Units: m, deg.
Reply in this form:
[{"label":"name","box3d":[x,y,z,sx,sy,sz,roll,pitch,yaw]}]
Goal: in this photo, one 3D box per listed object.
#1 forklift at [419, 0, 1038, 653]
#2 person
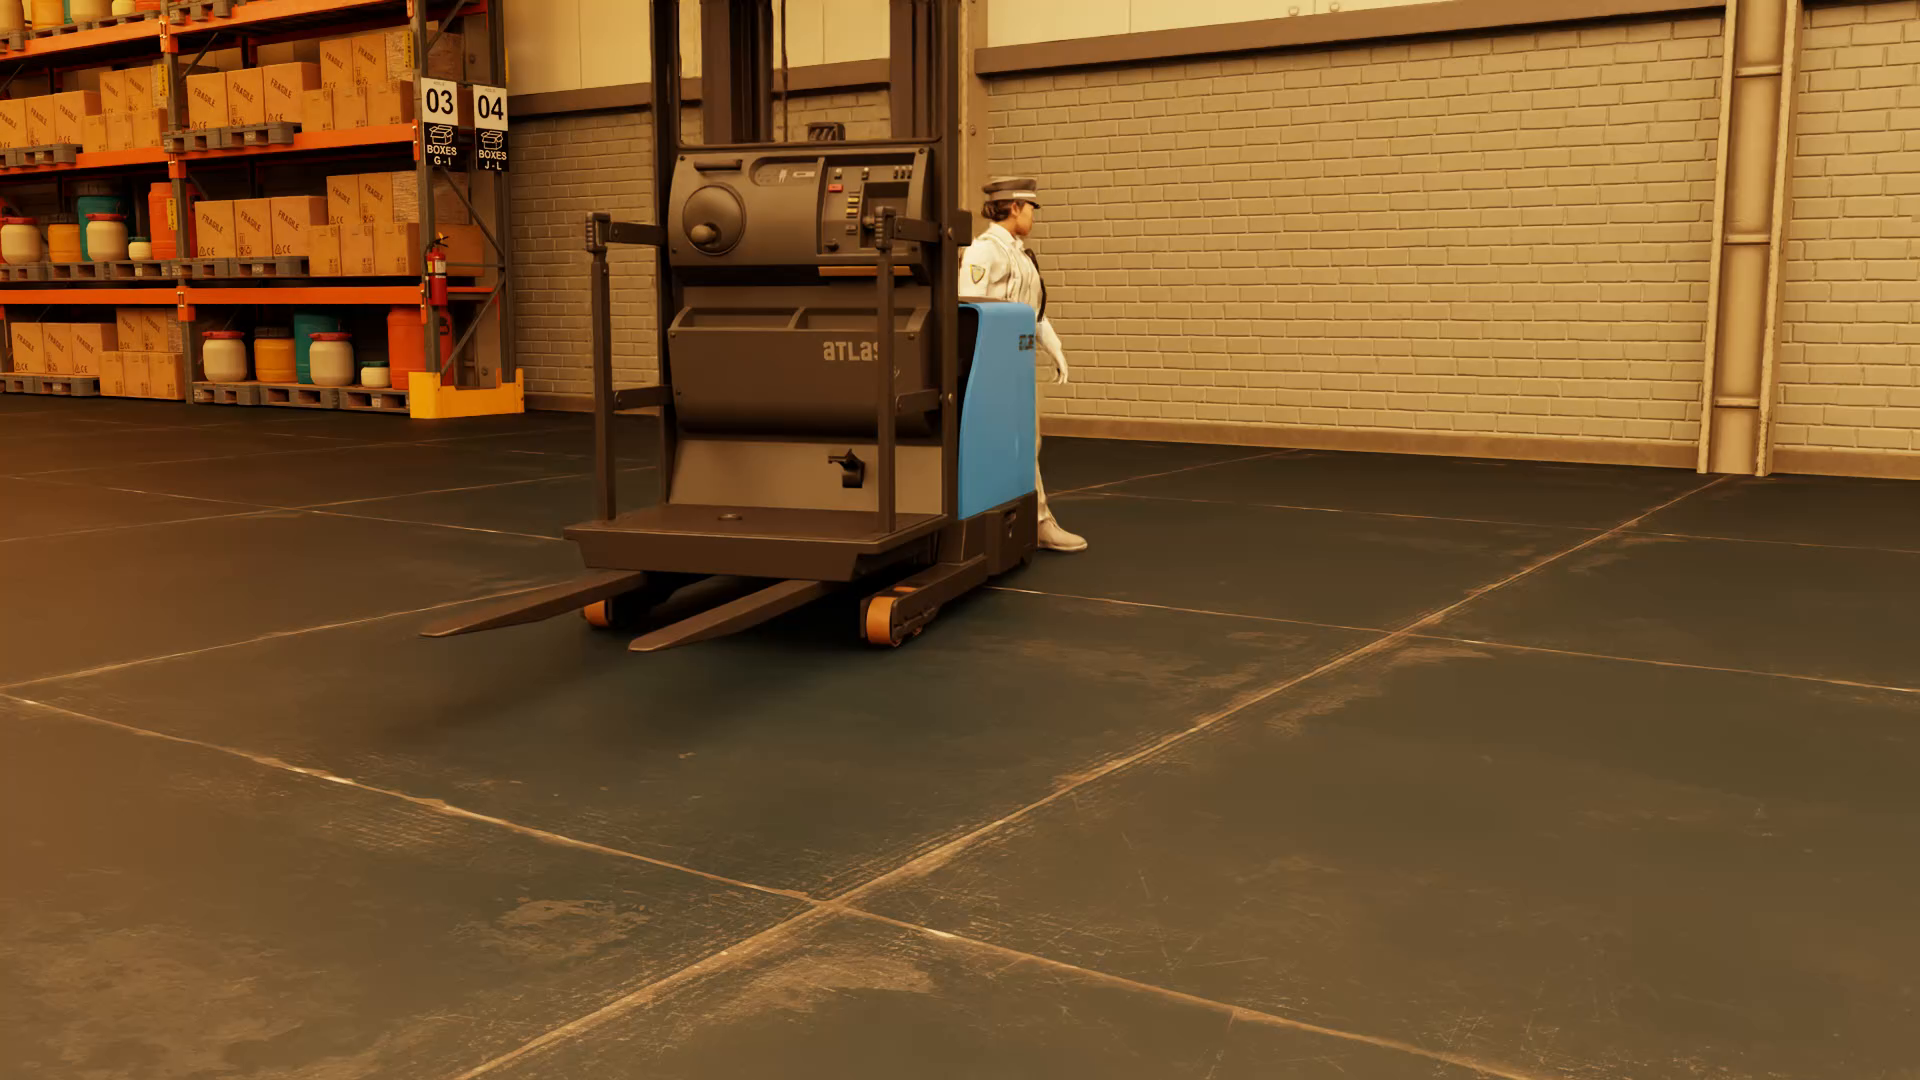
[{"label":"forklift","box3d":[-0.618,-1.175,5.456,1.130,2.935,3.031,3,9,18]},{"label":"person","box3d":[0.320,-0.781,7.328,0.623,1.620,0.697,3,9,22]}]
